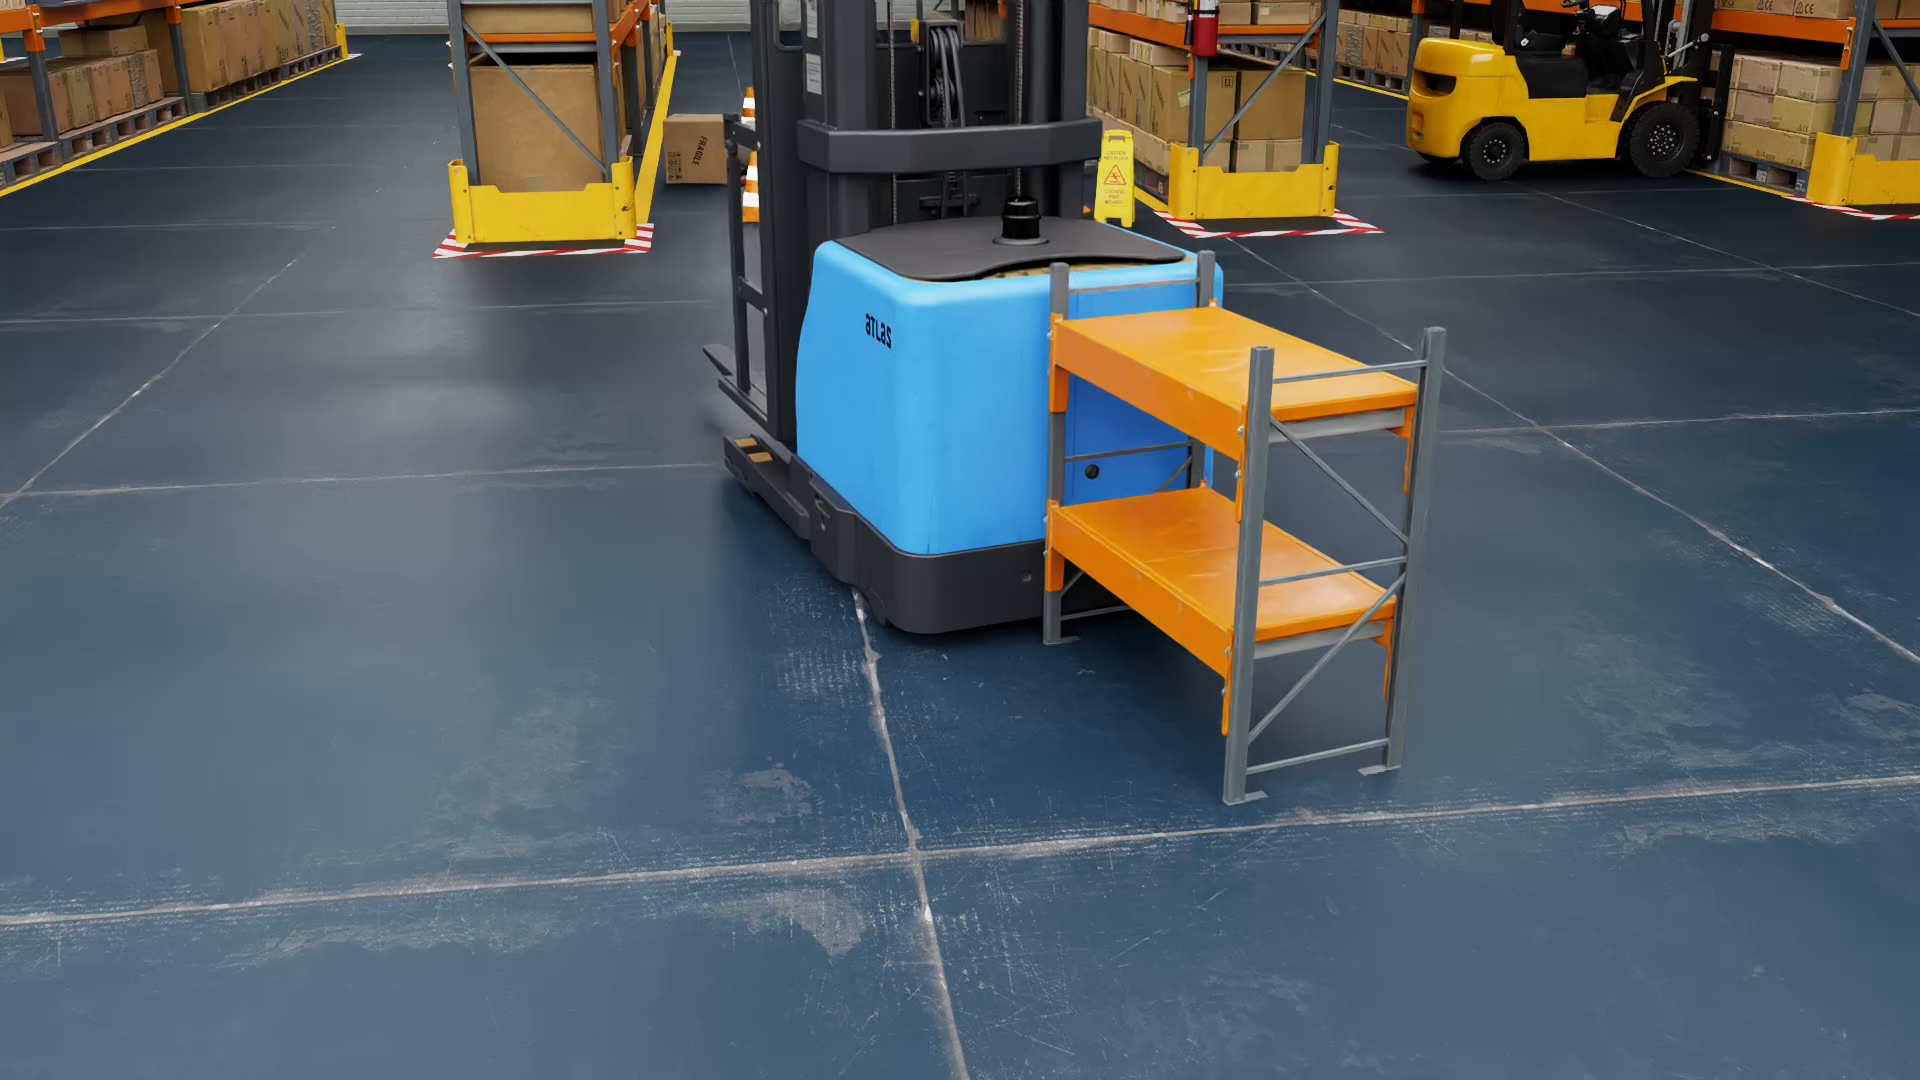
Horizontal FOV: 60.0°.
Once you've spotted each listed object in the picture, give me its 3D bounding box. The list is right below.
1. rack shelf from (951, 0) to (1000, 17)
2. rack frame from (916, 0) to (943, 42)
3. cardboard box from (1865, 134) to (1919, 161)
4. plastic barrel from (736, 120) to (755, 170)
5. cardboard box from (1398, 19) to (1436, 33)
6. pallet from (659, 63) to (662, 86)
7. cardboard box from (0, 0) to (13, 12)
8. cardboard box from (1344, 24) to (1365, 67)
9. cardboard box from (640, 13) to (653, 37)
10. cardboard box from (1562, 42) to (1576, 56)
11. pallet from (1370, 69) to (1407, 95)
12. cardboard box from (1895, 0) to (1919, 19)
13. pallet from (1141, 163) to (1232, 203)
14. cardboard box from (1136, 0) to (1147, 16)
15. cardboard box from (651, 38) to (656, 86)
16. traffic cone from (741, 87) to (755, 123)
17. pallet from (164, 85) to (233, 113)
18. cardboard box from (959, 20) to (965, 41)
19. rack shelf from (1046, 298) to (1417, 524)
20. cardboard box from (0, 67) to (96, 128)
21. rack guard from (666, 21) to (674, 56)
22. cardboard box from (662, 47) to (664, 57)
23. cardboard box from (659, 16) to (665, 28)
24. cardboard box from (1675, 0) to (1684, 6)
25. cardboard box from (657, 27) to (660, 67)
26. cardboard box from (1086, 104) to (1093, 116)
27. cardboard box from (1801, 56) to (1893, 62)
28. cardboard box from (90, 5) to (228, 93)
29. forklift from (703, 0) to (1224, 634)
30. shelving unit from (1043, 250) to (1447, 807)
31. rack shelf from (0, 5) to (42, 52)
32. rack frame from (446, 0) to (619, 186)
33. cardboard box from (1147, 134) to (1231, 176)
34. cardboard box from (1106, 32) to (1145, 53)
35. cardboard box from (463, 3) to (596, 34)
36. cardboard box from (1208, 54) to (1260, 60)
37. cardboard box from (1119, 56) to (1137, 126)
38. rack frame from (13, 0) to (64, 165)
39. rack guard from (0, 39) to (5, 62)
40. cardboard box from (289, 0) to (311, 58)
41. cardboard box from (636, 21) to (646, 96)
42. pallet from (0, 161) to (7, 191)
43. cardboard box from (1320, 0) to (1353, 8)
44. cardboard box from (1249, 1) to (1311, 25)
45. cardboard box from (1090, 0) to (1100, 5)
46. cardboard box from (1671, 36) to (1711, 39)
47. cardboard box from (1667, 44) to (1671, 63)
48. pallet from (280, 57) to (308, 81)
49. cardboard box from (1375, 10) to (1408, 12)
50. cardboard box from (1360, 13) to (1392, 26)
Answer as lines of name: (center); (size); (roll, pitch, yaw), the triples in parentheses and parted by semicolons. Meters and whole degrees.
rack shelf: (0.671, -6.862, 20.830); (1.077, 0.370, 4.000); (-3, 21, -8)
rack frame: (-0.194, -9.276, 26.266); (1.000, 3.000, 0.127); (-3, 21, -8)
cardboard box: (7.146, -3.077, 12.997); (0.500, 0.250, 0.500); (-3, 21, -8)
plastic barrel: (-1.667, -3.315, 13.986); (0.512, 0.421, 0.421); (12, 24, 30)
cardboard box: (5.549, -6.246, 20.198); (0.380, 0.149, 0.250); (-4, 21, -10)
pallet: (-4.388, -6.031, 21.562); (1.003, 0.211, 1.213); (-3, 21, -8)
cardboard box: (-7.922, -4.358, 13.455); (0.380, 0.149, 0.250); (-3, 21, -8)
cardboard box: (5.364, -6.453, 21.680); (0.500, 0.500, 0.500); (-4, 21, -10)
cardboard box: (-3.858, -6.026, 19.463); (0.500, 0.250, 0.500); (-3, 21, -8)
cardboard box: (6.361, -4.638, 16.640); (0.875, 0.625, 0.625); (-2, 21, -5)
pallet: (5.800, -5.712, 20.709); (1.003, 0.211, 1.213); (-3, 21, -8)
cardboard box: (7.227, -4.221, 12.587); (0.500, 0.500, 0.500); (-2, 21, -6)
pallet: (2.019, -2.740, 12.750); (1.003, 0.211, 1.213); (-3, 21, -8)
cardboard box: (1.593, -4.177, 12.972); (0.380, 0.149, 0.250); (-3, 21, -8)
cardboard box: (-3.774, -5.505, 19.142); (0.500, 0.500, 0.500); (-4, 21, -10)
traffic cone: (-2.047, -4.189, 16.271); (0.336, 0.463, 0.334); (-3, 21, -8)
pallet: (-8.887, -4.977, 18.741); (1.003, 0.211, 1.213); (-3, 21, -8)
cardboard box: (0.398, -7.111, 23.529); (0.875, 0.438, 0.875); (-3, 21, -9)
rack shelf: (0.676, -0.362, 4.240); (0.538, 0.278, 1.000); (-8, 22, -21)
cardboard box: (-8.388, -4.037, 15.181); (0.700, 0.500, 0.500); (-3, 21, -8)
rack guard: (-5.067, -7.795, 25.871); (1.175, 0.500, 0.348); (-3, 21, -8)
cardboard box: (-4.274, -6.702, 22.849); (0.380, 0.149, 0.250); (-2, 21, -6)
cardboard box: (-4.540, -7.605, 24.415); (0.380, 0.149, 0.250); (-2, 21, -6)
cardboard box: (6.418, -4.899, 14.402); (0.500, 0.500, 0.500); (-3, 21, -8)
cardboard box: (-4.145, -6.389, 21.508); (0.500, 0.500, 0.500); (-3, 21, -9)
cardboard box: (1.354, -3.812, 14.966); (0.500, 0.250, 0.500); (-4, 21, -10)
cardboard box: (7.066, -3.714, 13.274); (0.500, 0.250, 0.500); (-3, 21, -8)
cardboard box: (-8.926, -5.448, 18.453); (1.225, 0.875, 0.875); (-4, 21, -10)
forklift: (-0.248, -1.582, 5.763); (1.130, 2.935, 3.031); (-8, 22, -21)
shelving unit: (0.676, -0.088, 4.343); (0.538, 1.125, 1.048); (-8, 22, -21)
rack shelf: (-7.983, -3.592, 12.076); (1.077, 0.370, 4.000); (-3, 21, -8)
rack frame: (-2.771, -3.452, 10.672); (1.000, 3.000, 0.127); (-3, 21, -8)
cardboard box: (1.726, -2.920, 12.577); (0.500, 0.250, 0.500); (-3, 21, -8)
cardboard box: (1.430, -4.150, 13.872); (0.380, 0.149, 0.250); (-2, 21, -5)
cardboard box: (-2.870, -3.649, 10.983); (0.875, 0.550, 0.550); (-3, 21, -8)
cardboard box: (2.122, -3.653, 13.468); (0.500, 0.500, 0.500); (-3, 21, -7)
cardboard box: (1.594, -3.617, 13.370); (0.500, 0.500, 0.500); (-3, 21, -9)
rack frame: (-8.271, -4.622, 13.804); (1.000, 3.000, 0.127); (-3, 21, -8)
rack guard: (-14.918, -7.364, 24.717); (1.175, 0.500, 0.348); (-3, 21, -8)
cardboard box: (-9.570, -7.137, 22.975); (0.875, 0.875, 0.875); (-3, 21, -8)
cardboard box: (-3.926, -5.149, 17.831); (1.050, 0.750, 0.750); (-3, 21, -8)
pallet: (-7.960, -2.661, 12.540); (1.003, 0.211, 1.213); (-3, 21, -8)
cardboard box: (5.167, -7.387, 22.827); (0.380, 0.149, 0.250); (-4, 21, -10)
cardboard box: (2.268, -3.747, 11.821); (0.380, 0.149, 0.250); (-3, 21, -8)
cardboard box: (1.351, -4.794, 14.623); (0.380, 0.149, 0.250); (-2, 21, -6)
cardboard box: (6.709, -4.590, 15.618); (0.500, 0.250, 0.500); (-3, 21, -7)
cardboard box: (6.353, -4.218, 14.623); (0.500, 0.250, 0.500); (-2, 21, -6)
pallet: (-9.456, -6.353, 22.423); (1.003, 0.211, 1.213); (-3, 21, -8)
cardboard box: (5.768, -7.000, 22.216); (0.380, 0.149, 0.250); (-2, 21, -6)
cardboard box: (5.385, -6.707, 21.431); (0.380, 0.149, 0.250); (-4, 21, -10)
